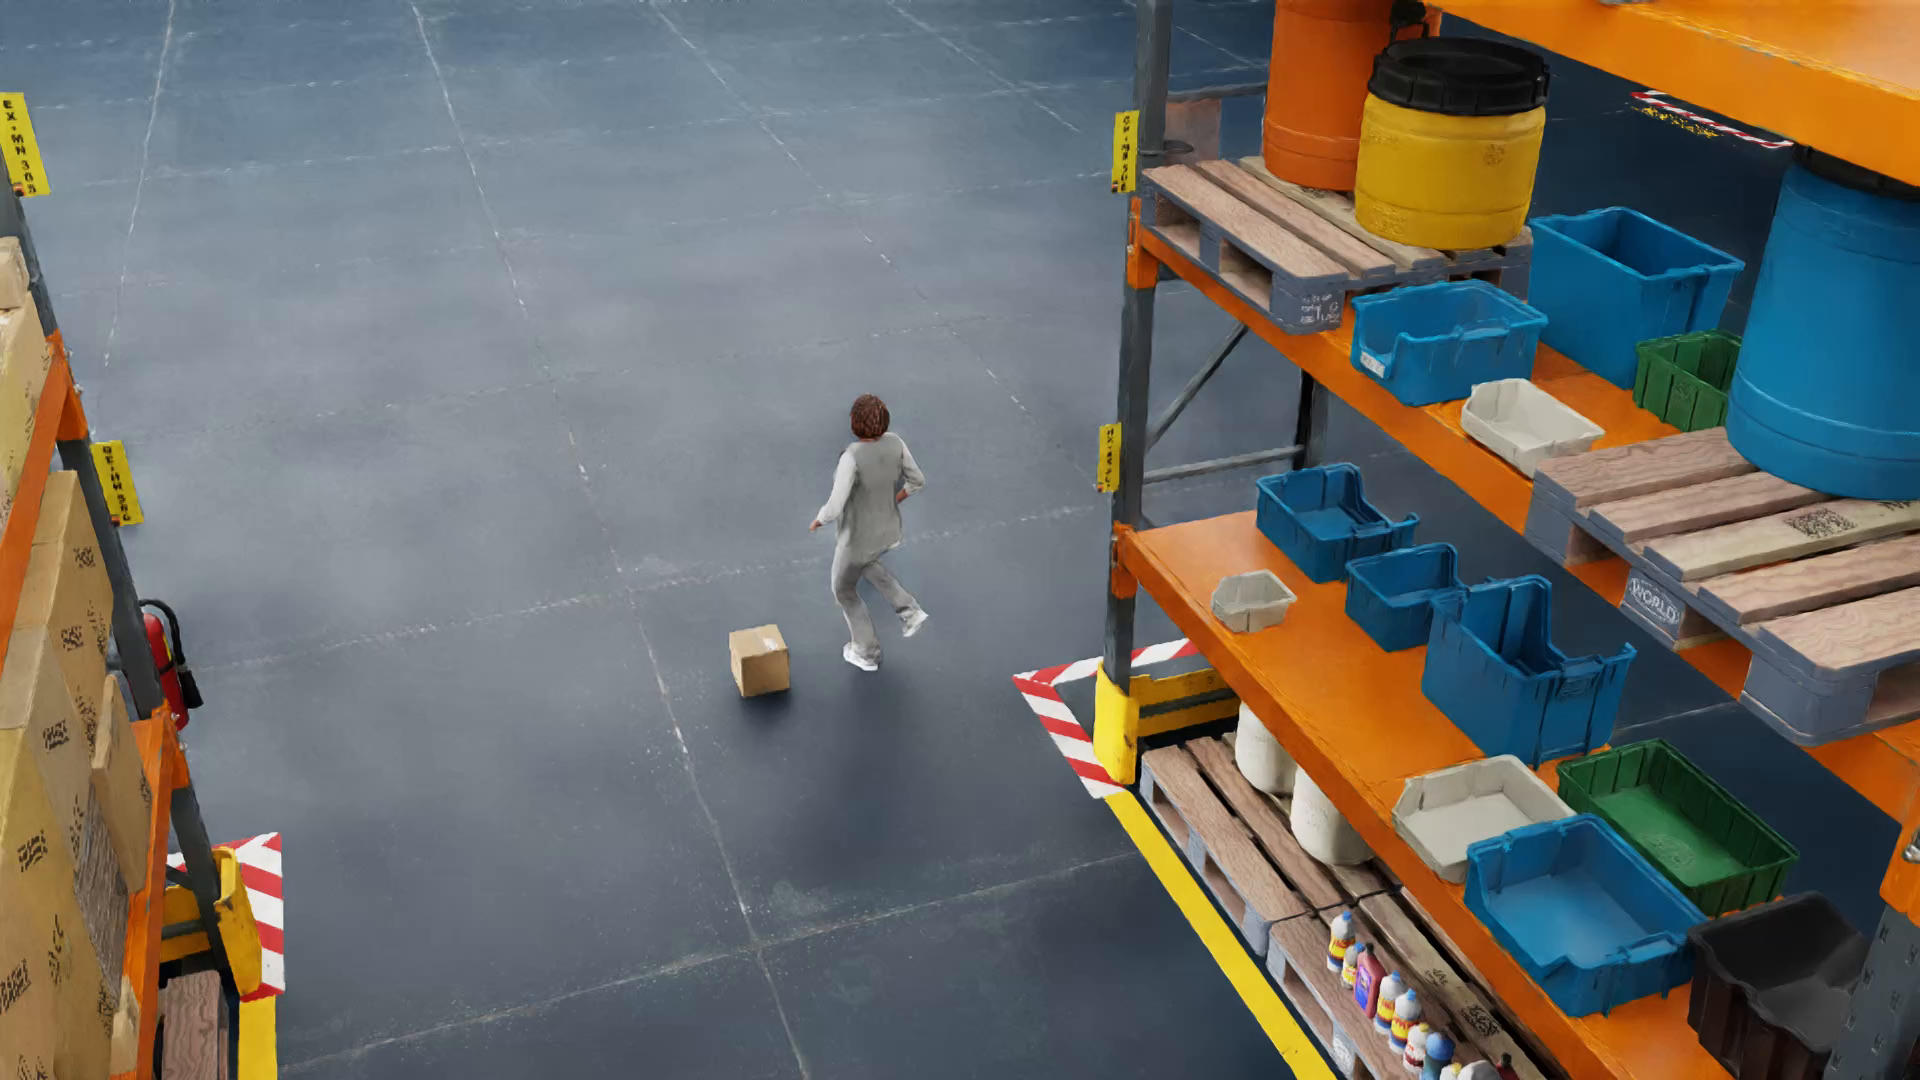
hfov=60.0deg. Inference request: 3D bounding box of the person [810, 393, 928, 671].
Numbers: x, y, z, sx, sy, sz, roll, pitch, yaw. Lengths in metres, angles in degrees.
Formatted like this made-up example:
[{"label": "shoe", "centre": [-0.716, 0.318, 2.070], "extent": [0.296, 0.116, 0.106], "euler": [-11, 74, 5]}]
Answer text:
[{"label": "person", "centre": [-0.491, -0.024, 8.431], "extent": [0.454, 1.553, 0.594], "euler": [23, 38, 34]}]
